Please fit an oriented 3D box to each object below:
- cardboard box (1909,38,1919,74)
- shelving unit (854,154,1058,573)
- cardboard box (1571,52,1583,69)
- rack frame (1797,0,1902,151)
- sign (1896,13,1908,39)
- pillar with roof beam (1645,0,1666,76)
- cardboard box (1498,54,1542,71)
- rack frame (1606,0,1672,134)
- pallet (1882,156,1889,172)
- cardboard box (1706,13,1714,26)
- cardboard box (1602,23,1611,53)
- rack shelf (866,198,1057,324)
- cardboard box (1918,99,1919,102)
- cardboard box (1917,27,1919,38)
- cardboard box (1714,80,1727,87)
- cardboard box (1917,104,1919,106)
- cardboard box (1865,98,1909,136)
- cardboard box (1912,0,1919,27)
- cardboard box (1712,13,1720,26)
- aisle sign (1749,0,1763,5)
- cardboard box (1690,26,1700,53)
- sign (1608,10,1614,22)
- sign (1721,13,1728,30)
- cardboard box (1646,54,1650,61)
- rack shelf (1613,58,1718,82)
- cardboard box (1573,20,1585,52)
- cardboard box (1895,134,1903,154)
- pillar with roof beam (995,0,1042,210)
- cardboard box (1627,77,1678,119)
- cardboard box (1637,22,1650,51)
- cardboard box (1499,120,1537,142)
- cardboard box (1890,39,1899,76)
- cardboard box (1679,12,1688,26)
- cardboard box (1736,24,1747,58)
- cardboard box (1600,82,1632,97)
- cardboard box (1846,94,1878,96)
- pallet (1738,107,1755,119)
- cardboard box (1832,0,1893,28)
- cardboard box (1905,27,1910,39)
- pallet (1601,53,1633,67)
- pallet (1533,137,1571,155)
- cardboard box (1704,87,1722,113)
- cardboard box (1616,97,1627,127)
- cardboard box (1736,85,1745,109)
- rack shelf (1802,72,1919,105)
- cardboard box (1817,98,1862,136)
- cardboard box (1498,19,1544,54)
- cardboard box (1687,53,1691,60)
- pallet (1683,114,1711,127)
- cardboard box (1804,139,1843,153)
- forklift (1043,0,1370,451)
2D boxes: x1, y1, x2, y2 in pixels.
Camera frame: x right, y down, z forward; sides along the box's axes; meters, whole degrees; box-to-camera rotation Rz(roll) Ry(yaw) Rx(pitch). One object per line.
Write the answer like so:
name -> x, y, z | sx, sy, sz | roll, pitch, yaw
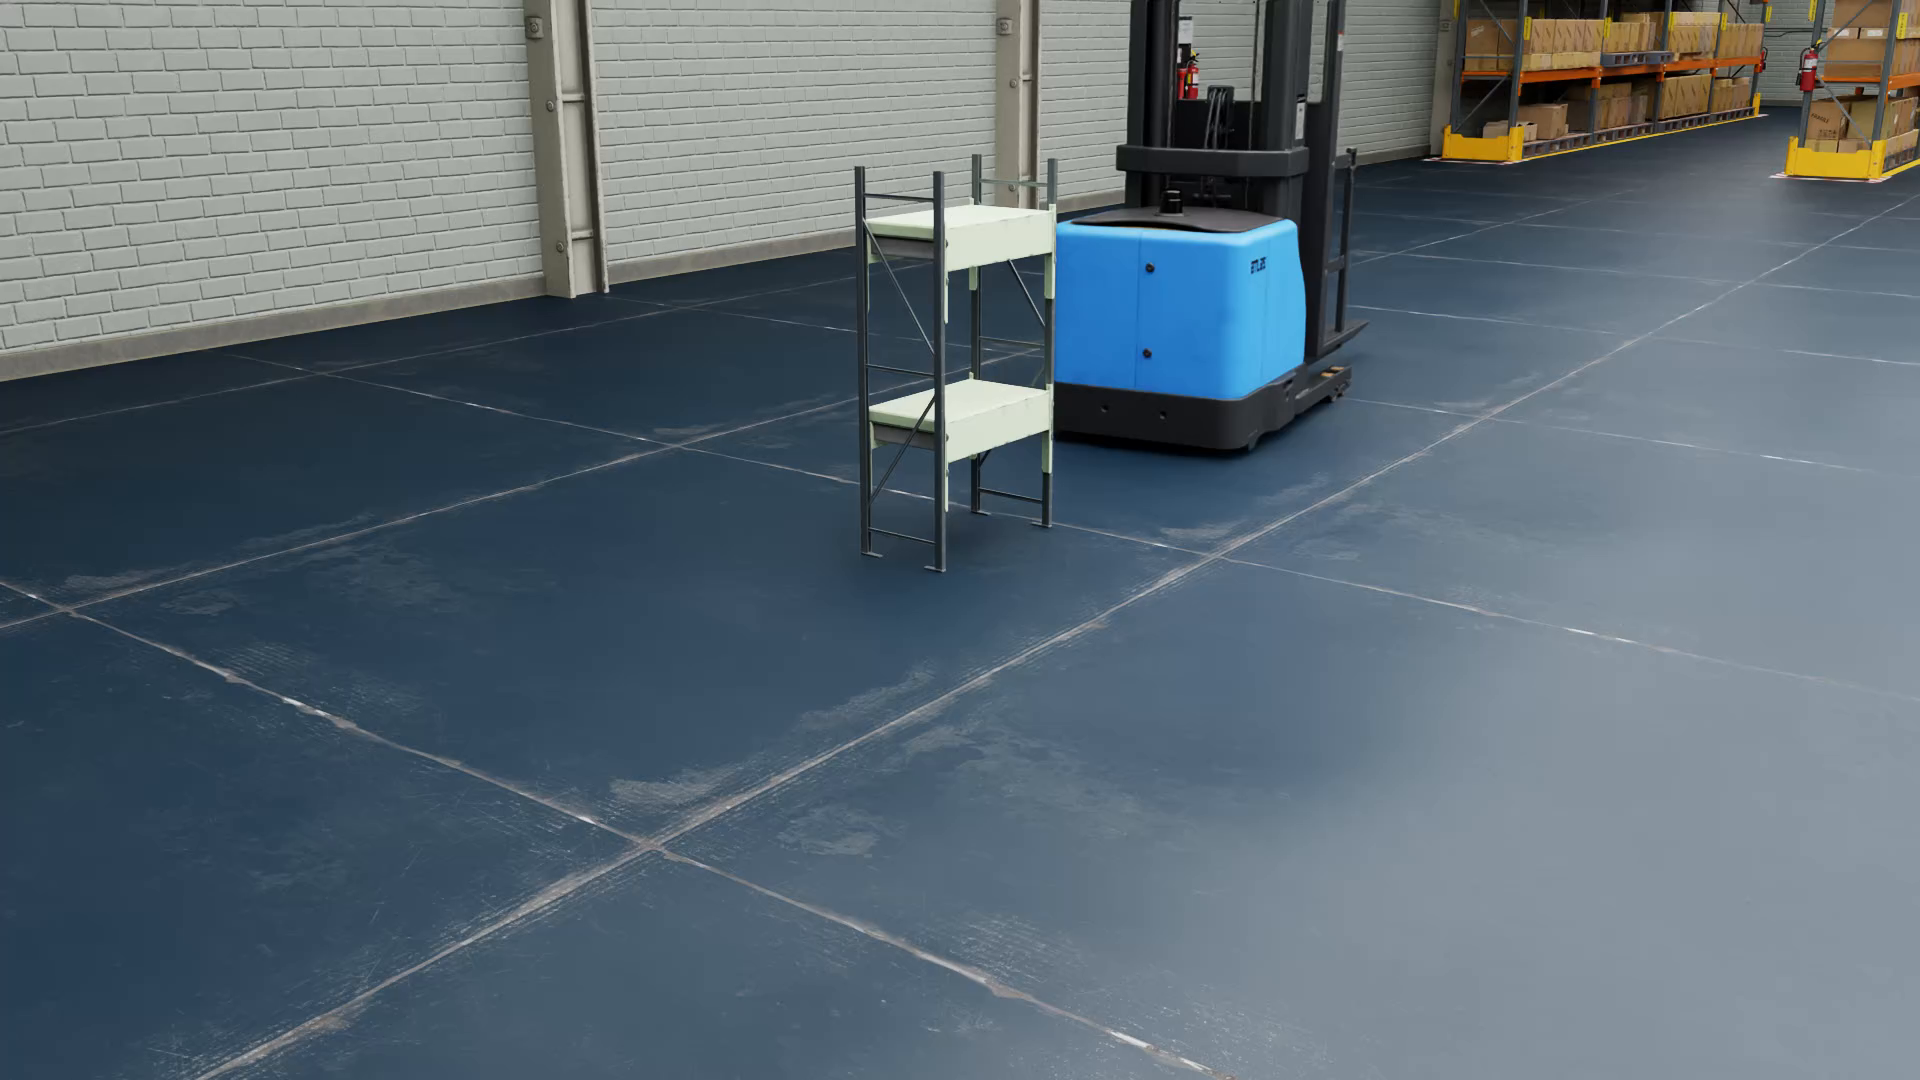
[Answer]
cardboard box -> 13.822, -7.211, 24.739 | 0.700, 0.500, 0.500 | 12, 21, 34
shelving unit -> -0.004, -0.715, 6.516 | 0.431, 1.500, 0.755 | 12, 21, 35
cardboard box -> 9.781, -7.803, 27.034 | 0.500, 0.250, 0.500 | 12, 21, 34
rack frame -> 12.007, -6.444, 22.438 | 1.000, 3.000, 0.127 | 12, 21, 35
sign -> 12.450, -6.796, 21.978 | 0.100, 0.325, 0.005 | 12, 21, 35
pillar with roof beam -> 18.357, -12.601, 32.148 | 9.100, 9.000, 0.400 | 12, 21, 35
cardboard box -> 8.573, -7.317, 25.467 | 0.500, 0.250, 0.500 | 12, 21, 33
rack frame -> 12.794, -9.224, 31.390 | 1.000, 3.000, 0.127 | 12, 21, 35
pallet -> 12.429, -5.302, 23.462 | 1.003, 0.211, 1.213 | 12, 21, 35
cardboard box -> 14.792, -10.458, 33.394 | 0.500, 0.250, 0.500 | 13, 21, 36
cardboard box -> 10.741, -8.645, 28.613 | 0.700, 0.500, 0.500 | 12, 21, 35
rack shelf -> -0.004, -1.087, 6.400 | 0.431, 0.370, 0.720 | 12, 21, 35
cardboard box -> 16.226, -7.432, 28.602 | 0.500, 0.311, 0.500 | 13, 22, 37
cardboard box -> 13.793, -7.410, 24.285 | 0.380, 0.149, 0.250 | 12, 21, 34
cardboard box -> 16.055, -9.703, 35.344 | 0.380, 0.149, 0.250 | 13, 22, 37
cardboard box -> 15.447, -6.849, 26.722 | 0.500, 0.311, 0.500 | 12, 21, 33
cardboard box -> 13.401, -6.135, 24.106 | 0.500, 0.500, 0.500 | 12, 21, 35
cardboard box -> 13.532, -7.718, 24.183 | 0.700, 0.500, 0.500 | 12, 21, 35
cardboard box -> 15.104, -10.578, 33.781 | 0.500, 0.250, 0.500 | 13, 22, 36
aisle sign -> 17.844, -12.335, 37.025 | 0.394, 0.787, 0.004 | 12, 21, 35
cardboard box -> 14.209, -9.861, 32.735 | 0.500, 0.500, 0.500 | 13, 22, 36
sign -> 12.346, -9.875, 31.532 | 0.100, 0.325, 0.005 | 12, 21, 35
sign -> 15.618, -10.599, 33.997 | 0.100, 0.325, 0.005 | 12, 21, 35
cardboard box -> 13.176, -9.151, 31.545 | 0.380, 0.149, 0.250 | 12, 21, 34
rack shelf -> 13.985, -9.357, 33.031 | 1.077, 0.370, 4.000 | 12, 21, 35
cardboard box -> 9.775, -8.163, 26.925 | 0.500, 0.500, 0.500 | 12, 21, 33
cardboard box -> 13.401, -5.777, 24.218 | 0.500, 0.250, 0.500 | 12, 21, 35
pillar with roof beam -> 4.057, -6.885, 13.740 | 9.100, 9.000, 0.400 | 12, 21, 35
cardboard box -> 13.337, -8.550, 32.136 | 0.750, 0.750, 0.750 | 12, 21, 34
cardboard box -> 12.210, -9.231, 30.500 | 0.700, 0.500, 0.500 | 10, 20, 30
cardboard box -> 8.851, -6.530, 26.504 | 0.500, 0.311, 0.500 | 15, 22, 39
cardboard box -> 12.605, -6.727, 23.180 | 0.700, 0.500, 0.500 | 13, 22, 36
cardboard box -> 13.591, -9.973, 31.831 | 0.500, 0.250, 0.500 | 12, 21, 34
cardboard box -> 16.378, -10.795, 35.941 | 0.980, 0.700, 0.700 | 11, 20, 32
cardboard box -> 12.016, -8.293, 30.601 | 0.500, 0.250, 0.500 | 13, 21, 36
cardboard box -> 13.863, -6.588, 25.563 | 0.500, 0.500, 0.500 | 12, 21, 35
pallet -> 17.147, -9.594, 37.282 | 1.003, 0.211, 1.213 | 12, 21, 35
cardboard box -> 12.327, -7.233, 22.622 | 0.700, 0.500, 0.500 | 13, 21, 35
cardboard box -> 13.180, -7.165, 23.495 | 0.380, 0.149, 0.250 | 12, 21, 34
pallet -> 10.982, -8.336, 28.854 | 1.003, 0.211, 1.213 | 12, 21, 35
pallet -> 9.312, -6.482, 27.261 | 1.003, 0.211, 1.213 | 12, 21, 35
cardboard box -> 15.705, -9.344, 35.282 | 0.700, 0.500, 0.500 | 13, 21, 35
cardboard box -> 11.733, -7.834, 30.387 | 0.700, 0.500, 0.500 | 12, 21, 34
cardboard box -> 16.925, -9.833, 36.857 | 0.700, 0.500, 0.500 | 12, 21, 35
rack shelf -> 13.199, -6.577, 24.079 | 1.077, 0.370, 4.000 | 12, 21, 35
cardboard box -> 12.672, -6.111, 24.029 | 0.500, 0.500, 0.500 | 12, 21, 35
cardboard box -> 8.553, -7.676, 25.357 | 0.500, 0.500, 0.500 | 12, 21, 35
cardboard box -> 14.243, -9.580, 32.925 | 0.380, 0.149, 0.250 | 13, 22, 36
pallet -> 14.778, -8.648, 34.237 | 1.003, 0.211, 1.213 | 12, 21, 35
cardboard box -> 12.090, -5.512, 23.363 | 0.500, 0.250, 0.500 | 12, 21, 35
forklift -> 1.554, -2.217, 8.941 | 1.130, 2.935, 3.031 | 9, 19, 27
